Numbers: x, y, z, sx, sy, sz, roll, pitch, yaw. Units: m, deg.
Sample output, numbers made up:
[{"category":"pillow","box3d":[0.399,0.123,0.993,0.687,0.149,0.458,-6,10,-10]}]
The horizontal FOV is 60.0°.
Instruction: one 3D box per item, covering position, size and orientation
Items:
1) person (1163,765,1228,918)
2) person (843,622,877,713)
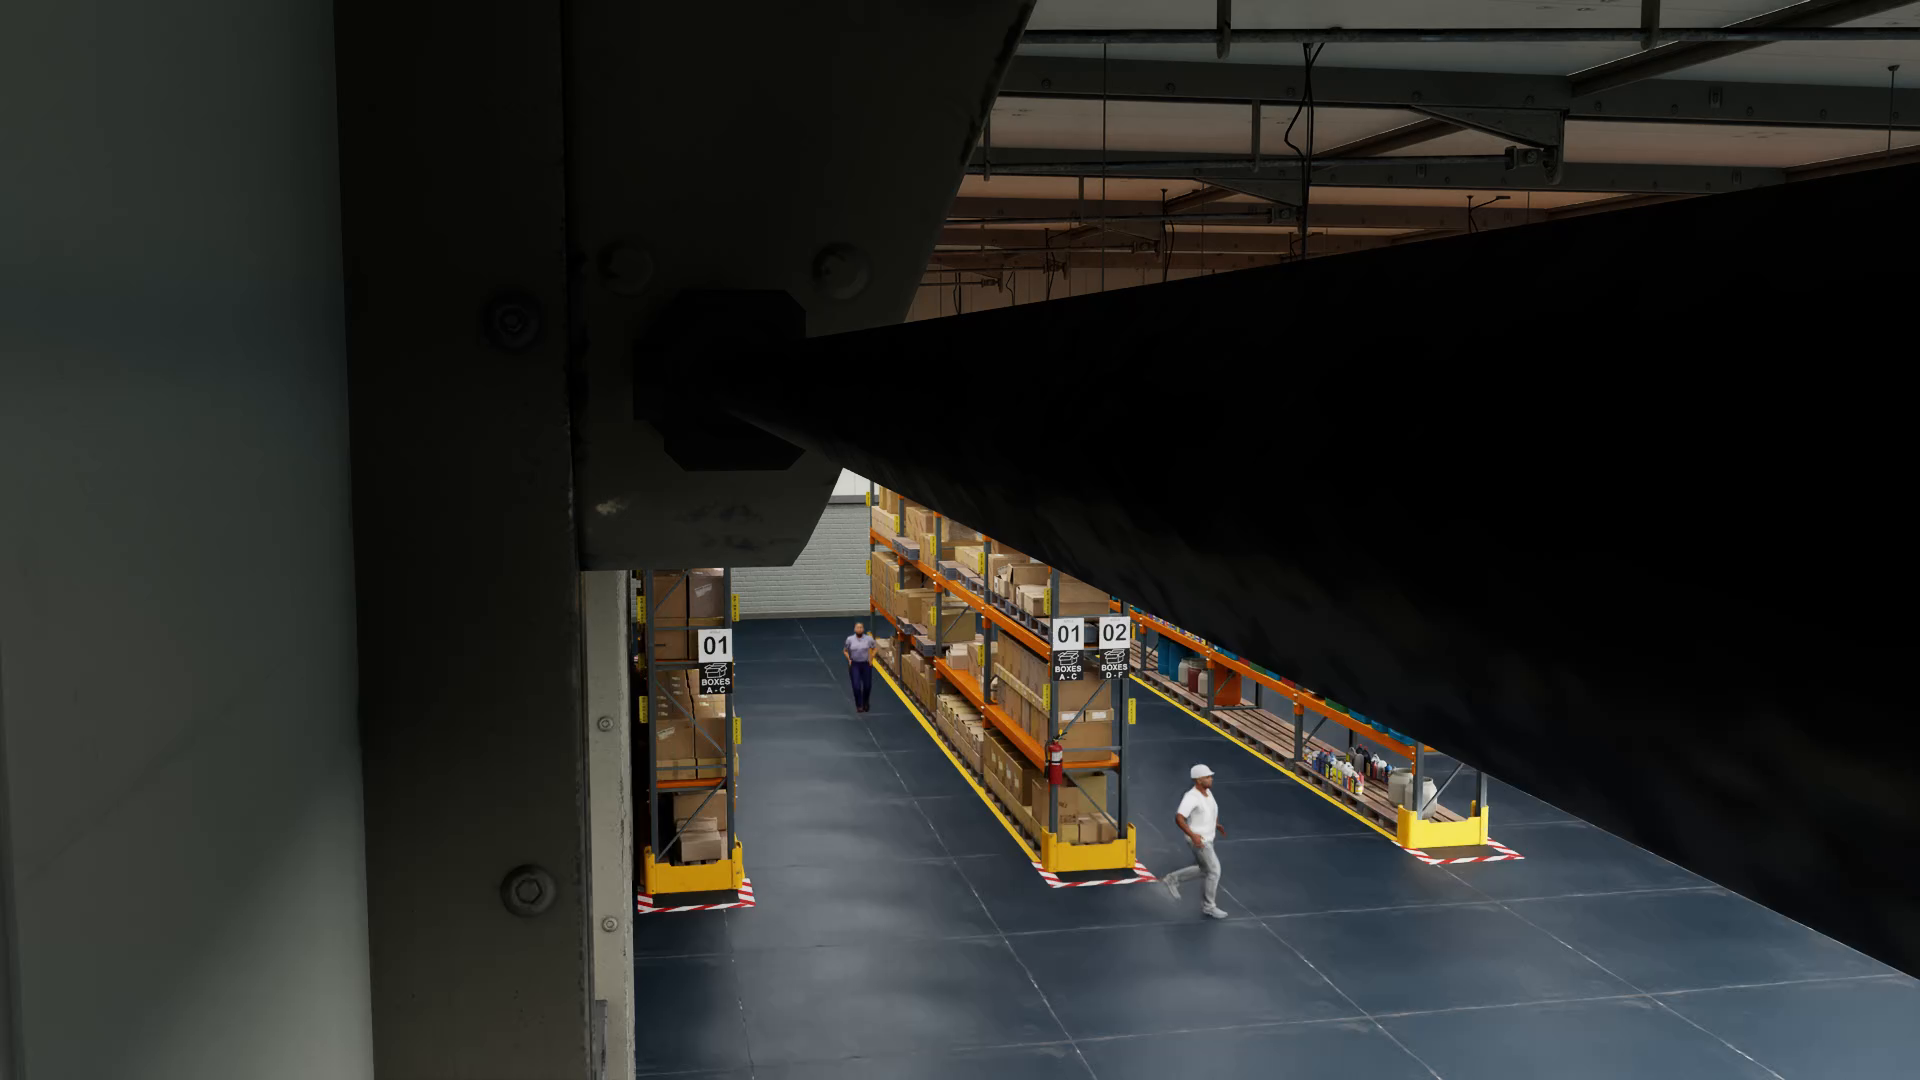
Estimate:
[{"category":"person","box3d":[2.734,3.459,19.264,0.817,1.746,0.728,3,7,25]},{"category":"person","box3d":[-1.744,2.243,29.075,0.586,1.613,0.511,0,6,-4]}]
